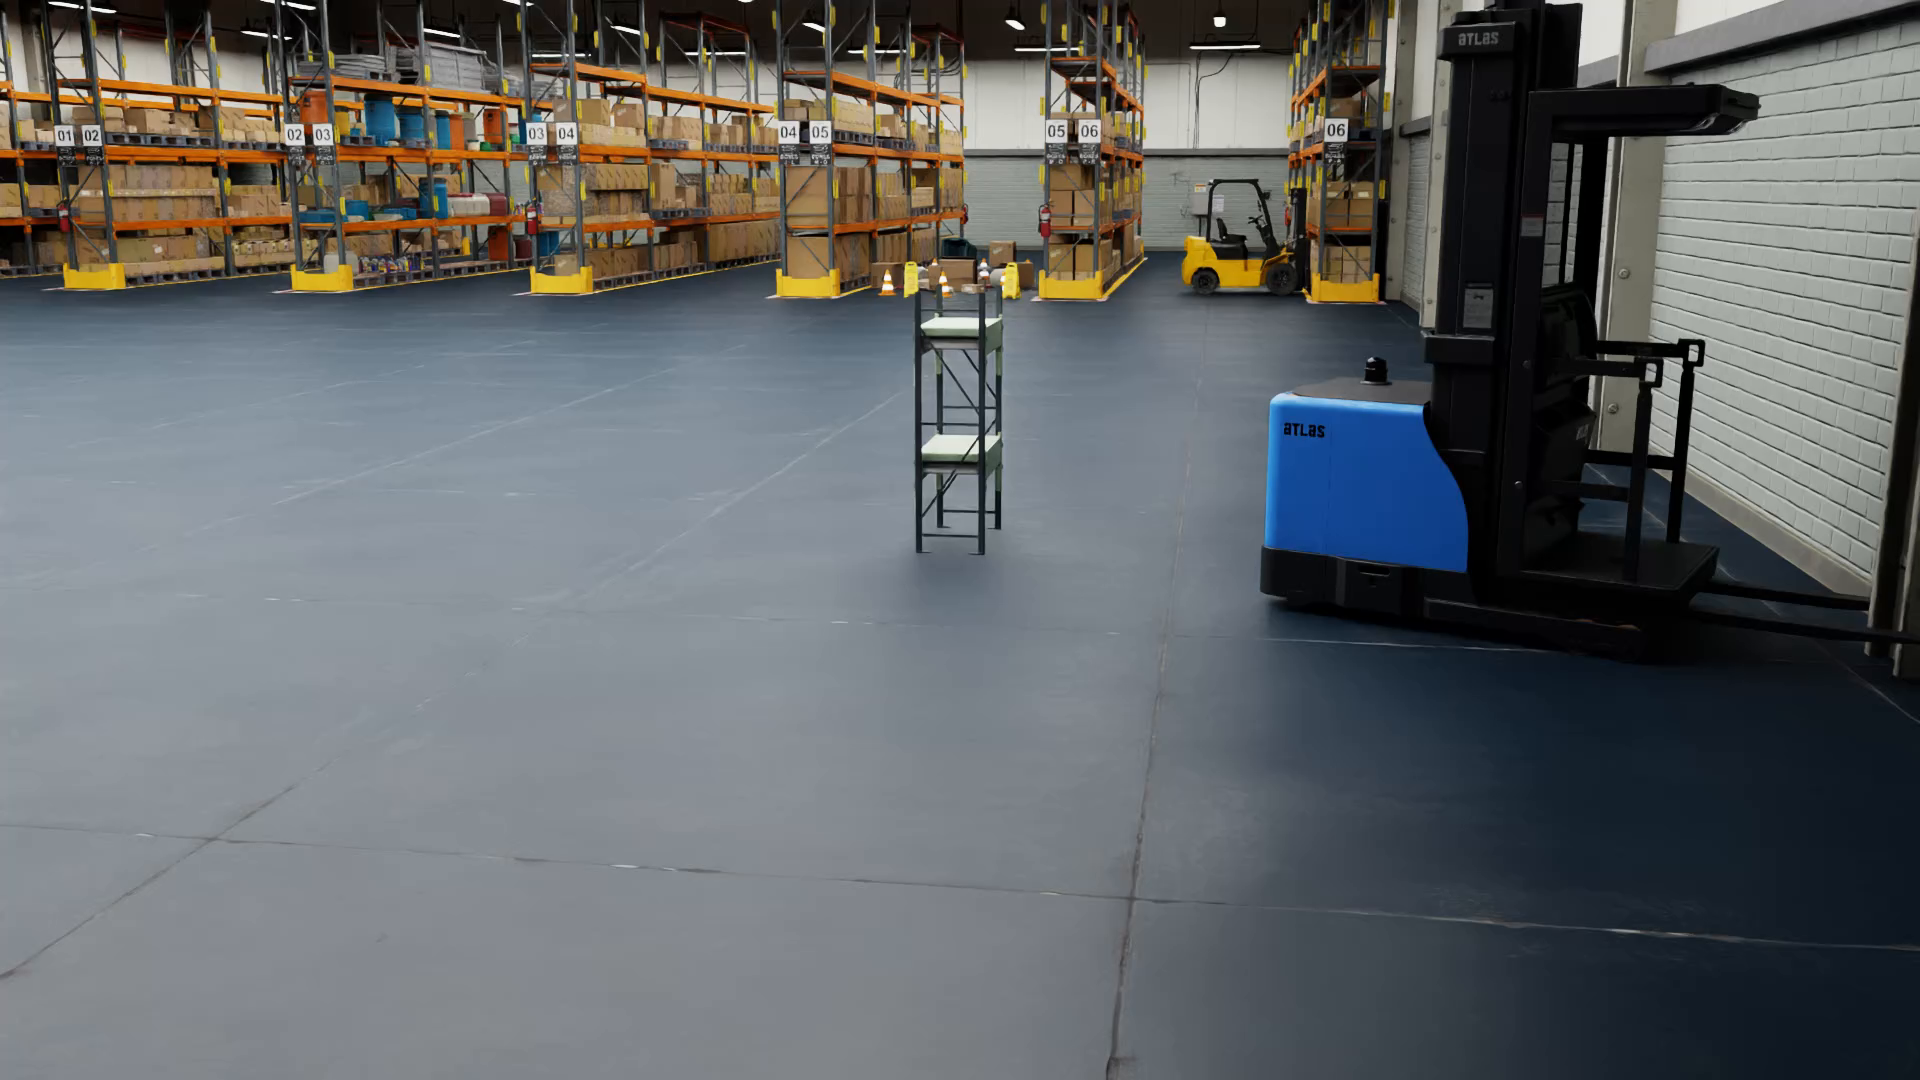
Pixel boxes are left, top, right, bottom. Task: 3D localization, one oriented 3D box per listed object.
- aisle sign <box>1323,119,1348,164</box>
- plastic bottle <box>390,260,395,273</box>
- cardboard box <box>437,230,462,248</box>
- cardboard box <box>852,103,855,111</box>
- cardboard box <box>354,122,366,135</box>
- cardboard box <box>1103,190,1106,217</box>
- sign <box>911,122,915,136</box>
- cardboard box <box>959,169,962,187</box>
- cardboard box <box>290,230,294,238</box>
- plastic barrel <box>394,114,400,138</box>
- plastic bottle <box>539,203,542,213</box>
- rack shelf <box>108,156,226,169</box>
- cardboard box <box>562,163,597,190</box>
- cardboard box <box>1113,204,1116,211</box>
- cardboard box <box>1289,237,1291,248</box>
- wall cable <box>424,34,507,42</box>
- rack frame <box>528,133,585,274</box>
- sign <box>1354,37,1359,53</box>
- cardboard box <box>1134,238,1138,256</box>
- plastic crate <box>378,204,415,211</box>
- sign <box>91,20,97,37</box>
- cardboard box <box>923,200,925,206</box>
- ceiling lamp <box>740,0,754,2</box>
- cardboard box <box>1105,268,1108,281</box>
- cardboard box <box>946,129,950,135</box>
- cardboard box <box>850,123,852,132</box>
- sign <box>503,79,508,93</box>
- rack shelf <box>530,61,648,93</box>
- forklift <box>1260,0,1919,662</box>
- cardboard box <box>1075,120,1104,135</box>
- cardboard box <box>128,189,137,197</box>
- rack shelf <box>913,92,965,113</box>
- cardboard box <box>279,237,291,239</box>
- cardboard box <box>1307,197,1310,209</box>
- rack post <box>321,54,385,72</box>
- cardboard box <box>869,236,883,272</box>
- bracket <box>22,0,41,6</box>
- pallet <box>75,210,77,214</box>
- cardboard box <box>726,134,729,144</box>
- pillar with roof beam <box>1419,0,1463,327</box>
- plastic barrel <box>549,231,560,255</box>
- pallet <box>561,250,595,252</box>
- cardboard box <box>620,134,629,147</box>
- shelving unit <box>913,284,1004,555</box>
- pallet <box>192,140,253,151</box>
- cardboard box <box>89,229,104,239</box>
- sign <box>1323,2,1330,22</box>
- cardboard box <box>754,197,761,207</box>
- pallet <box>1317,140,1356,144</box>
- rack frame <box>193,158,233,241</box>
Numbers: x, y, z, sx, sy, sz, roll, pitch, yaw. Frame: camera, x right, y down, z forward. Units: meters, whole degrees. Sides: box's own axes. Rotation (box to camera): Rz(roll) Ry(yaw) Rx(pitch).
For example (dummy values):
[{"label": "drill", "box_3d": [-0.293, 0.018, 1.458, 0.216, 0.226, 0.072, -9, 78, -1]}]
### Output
[{"label": "aisle sign", "box_3d": [6.649, -7.053, 29.430, 0.394, 0.787, 0.004, 2, 12, 9]}, {"label": "plastic bottle", "box_3d": [-11.987, -5.769, 35.073, 0.097, 0.271, 0.097, 0, 12, 0]}, {"label": "cardboard box", "box_3d": [-14.915, -8.792, 48.558, 0.500, 0.500, 0.500, 2, 12, 9]}, {"label": "cardboard box", "box_3d": [-2.261, -8.450, 32.433, 0.380, 0.149, 0.250, 2, 12, 9]}, {"label": "cardboard box", "box_3d": [-15.921, -10.614, 43.534, 0.600, 0.600, 0.600, 2, 12, 8]}, {"label": "cardboard box", "box_3d": [2.468, -6.338, 31.340, 0.500, 0.500, 0.500, 2, 12, 10]}, {"label": "sign", "box_3d": [-1.085, -9.489, 38.369, 0.100, 0.325, 0.005, 2, 12, 9]}, {"label": "cardboard box", "box_3d": [-0.226, -9.996, 45.940, 0.500, 0.500, 0.500, 2, 12, 7]}, {"label": "cardboard box", "box_3d": [-19.979, -8.914, 49.172, 0.700, 0.500, 0.500, 2, 12, 9]}, {"label": "plastic barrel", "box_3d": [-12.287, -8.904, 35.805, 0.421, 0.512, 0.421, 0, 12, 0]}, {"label": "plastic bottle", "box_3d": [-10.718, -8.469, 42.450, 0.061, 0.283, 0.133, 2, 12, 9]}, {"label": "rack shelf", "box_3d": [-20.893, -9.945, 43.609, 1.077, 0.370, 4.000, 2, 12, 9]}, {"label": "cardboard box", "box_3d": [-7.394, -7.056, 32.299, 0.500, 0.500, 0.500, 2, 12, 9]}, {"label": "cardboard box", "box_3d": [3.057, -6.966, 34.798, 0.380, 0.149, 0.250, 2, 12, 9]}, {"label": "cardboard box", "box_3d": [8.893, -7.583, 42.998, 0.700, 0.500, 0.500, 1, 12, 7]}, {"label": "wall cable", "box_3d": [-16.074, -15.041, 53.810, 3.097, 2.526, 0.112, 2, 12, 9]}, {"label": "rack frame", "box_3d": [-7.748, -6.267, 31.956, 1.000, 3.000, 0.127, 2, 12, 9]}, {"label": "sign", "box_3d": [8.729, -10.901, 36.623, 0.100, 0.325, 0.005, 2, 12, 9]}, {"label": "cardboard box", "box_3d": [4.230, -7.711, 43.738, 0.875, 0.438, 0.875, 2, 12, 7]}, {"label": "plastic crate", "box_3d": [-12.233, -7.125, 36.084, 0.767, 0.338, 0.504, 2, 12, 9]}, {"label": "sign", "box_3d": [-16.988, -10.037, 32.612, 0.100, 0.325, 0.005, 2, 12, 9]}, {"label": "cardboard box", "box_3d": [-1.080, -8.306, 41.013, 0.380, 0.149, 0.250, 2, 12, 11]}, {"label": "ceiling lamp", "box_3d": [-4.430, -12.769, 34.028, 0.800, 3.185, 2.000, 2, 12, 9]}, {"label": "cardboard box", "box_3d": [2.599, -5.187, 32.469, 0.500, 0.250, 0.500, 3, 12, 12]}, {"label": "cardboard box", "box_3d": [-0.483, -10.741, 43.815, 0.380, 0.149, 0.250, 3, 12, 11]}, {"label": "cardboard box", "box_3d": [-2.299, -8.007, 32.270, 0.380, 0.149, 0.250, 2, 12, 8]}, {"label": "sign", "box_3d": [-10.867, -10.852, 39.754, 0.100, 0.325, 0.005, 2, 12, 9]}, {"label": "rack shelf", "box_3d": [-7.440, -9.263, 33.331, 1.077, 0.370, 4.000, 2, 12, 9]}, {"label": "forklift", "box_3d": [3.037, -1.014, 7.740, 3.031, 2.935, 1.130, 8, 14, 32]}, {"label": "cardboard box", "box_3d": [2.385, -7.581, 30.580, 0.500, 0.250, 0.500, 2, 12, 8]}, {"label": "cardboard box", "box_3d": [-17.185, -7.137, 34.212, 0.380, 0.149, 0.250, 2, 12, 9]}, {"label": "rack shelf", "box_3d": [-0.709, -11.579, 44.079, 1.077, 0.370, 4.000, 2, 12, 9]}, {"label": "cardboard box", "box_3d": [-16.676, -7.290, 40.901, 0.500, 0.311, 0.500, 2, 12, 11]}, {"label": "cardboard box", "box_3d": [7.388, -6.901, 34.063, 0.500, 0.250, 0.500, 2, 12, 7]}, {"label": "rack post", "box_3d": [-12.375, -9.728, 33.952, 0.937, 0.300, 0.954, 2, 12, 8]}, {"label": "cardboard box", "box_3d": [-2.241, -6.156, 35.782, 1.050, 0.750, 0.750, 2, 12, 8]}, {"label": "bracket", "box_3d": [-21.968, -12.766, 39.326, 0.235, 0.232, 0.430, 2, 12, 9]}, {"label": "pallet", "box_3d": [-21.205, -8.169, 41.233, 1.213, 0.211, 1.003, 2, 12, 9]}, {"label": "cardboard box", "box_3d": [-6.160, -10.168, 42.150, 0.500, 0.311, 0.500, 1, 12, 7]}, {"label": "pillar with roof beam", "box_3d": [2.771, -7.725, 24.480, 9.100, 9.000, 0.400, 2, 12, 9]}, {"label": "plastic barrel", "box_3d": [-10.897, -7.993, 43.945, 0.600, 0.901, 0.708, 2, 12, 9]}, {"label": "pallet", "box_3d": [-10.536, -7.972, 46.483, 1.003, 0.211, 1.213, 2, 12, 9]}, {"label": "cardboard box", "box_3d": [-7.109, -8.175, 34.043, 0.500, 0.250, 0.500, 2, 12, 8]}, {"label": "shelving unit", "box_3d": [-0.001, -0.732, 9.829, 0.431, 1.500, 0.755, 2, 12, 9]}, {"label": "pallet", "box_3d": [-16.798, -8.979, 37.870, 0.805, 0.209, 1.217, 1, 12, 6]}, {"label": "cardboard box", "box_3d": [-21.409, -7.506, 40.811, 0.500, 0.250, 0.500, 2, 12, 10]}, {"label": "sign", "box_3d": [6.416, -9.235, 29.079, 0.100, 0.325, 0.005, 2, 12, 9]}, {"label": "cardboard box", "box_3d": [-5.571, -8.927, 43.946, 0.500, 0.250, 0.500, 2, 12, 8]}, {"label": "pallet", "box_3d": [7.687, -8.176, 34.145, 0.805, 0.209, 1.217, 1, 12, 6]}, {"label": "rack frame", "box_3d": [-20.585, -9.247, 45.781, 1.000, 3.000, 0.127, 2, 12, 9]}]
